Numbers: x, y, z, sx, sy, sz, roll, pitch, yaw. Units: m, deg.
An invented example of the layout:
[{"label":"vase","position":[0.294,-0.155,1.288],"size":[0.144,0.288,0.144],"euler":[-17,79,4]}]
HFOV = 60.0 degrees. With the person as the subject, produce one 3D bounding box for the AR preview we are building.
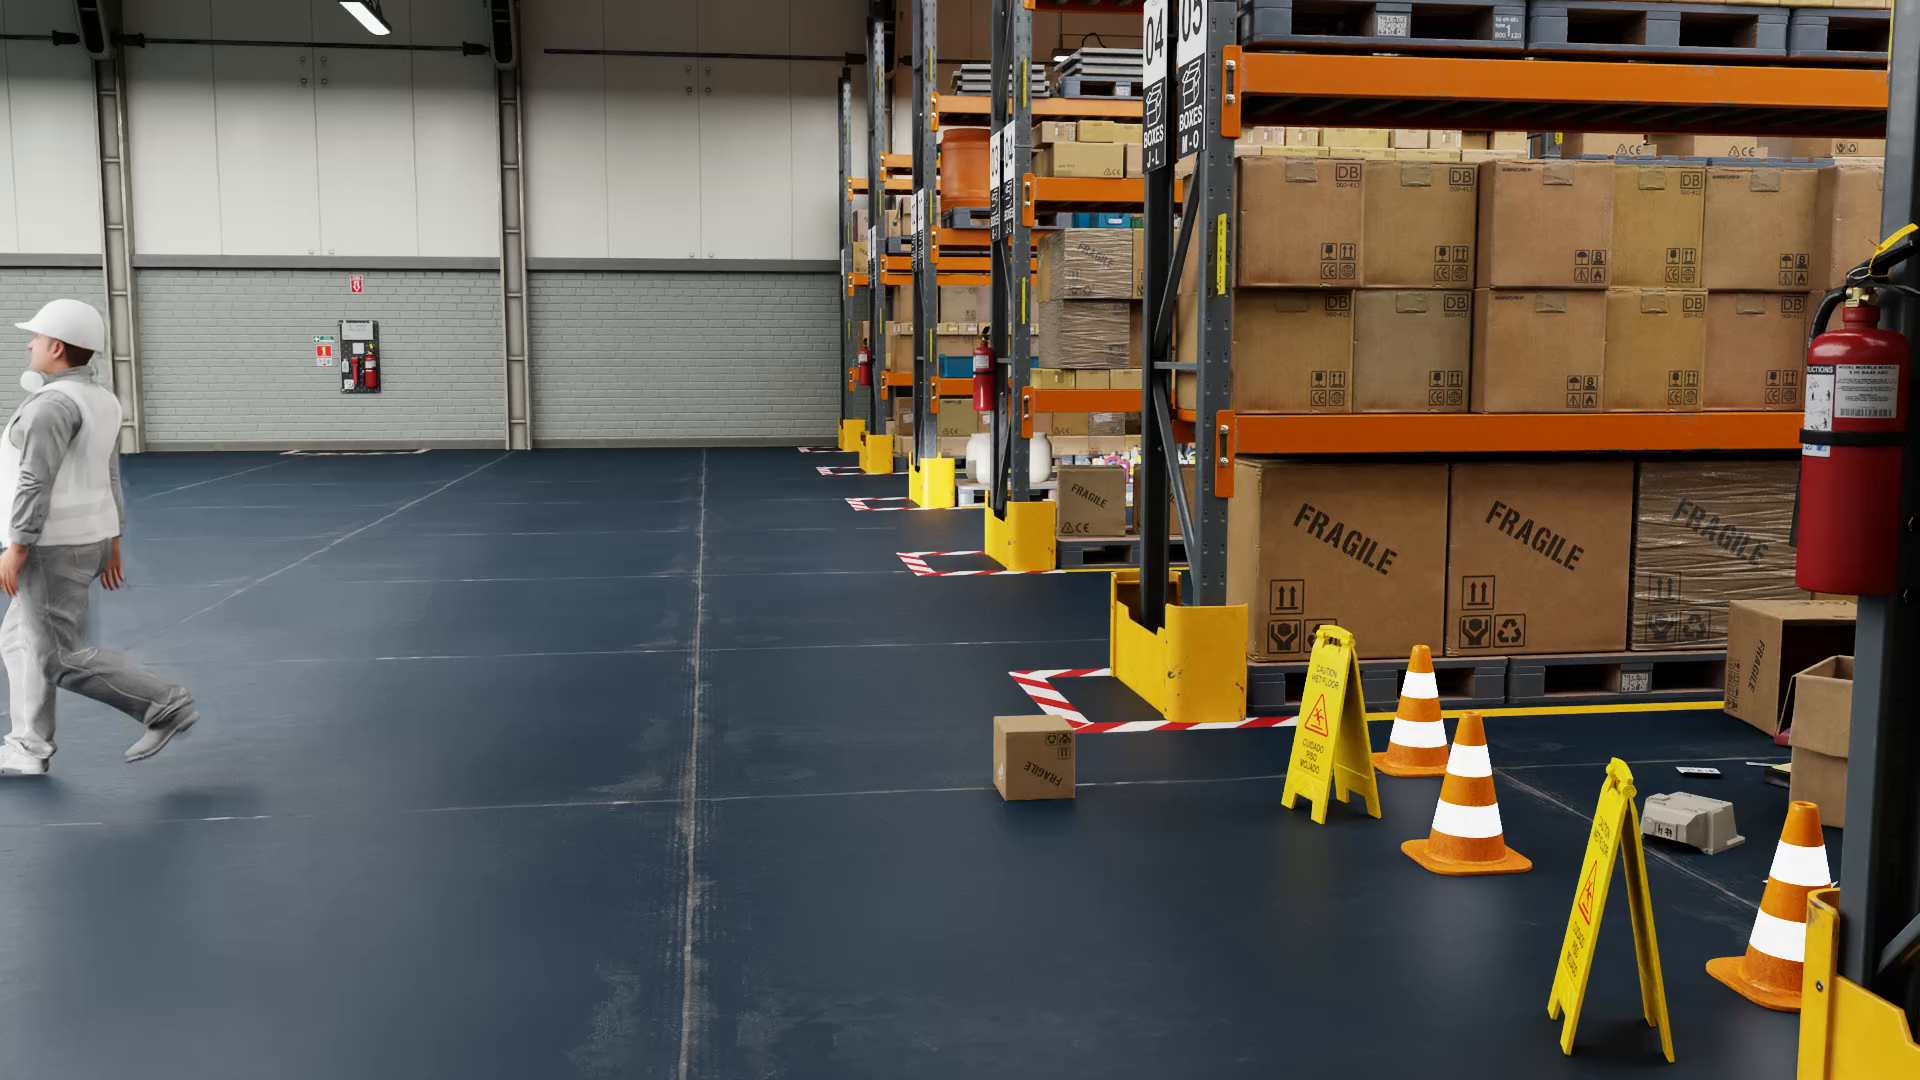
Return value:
[{"label":"person","position":[-3.238,0.005,6.037],"size":[0.891,1.743,0.538],"euler":[-1,6,-8]}]
